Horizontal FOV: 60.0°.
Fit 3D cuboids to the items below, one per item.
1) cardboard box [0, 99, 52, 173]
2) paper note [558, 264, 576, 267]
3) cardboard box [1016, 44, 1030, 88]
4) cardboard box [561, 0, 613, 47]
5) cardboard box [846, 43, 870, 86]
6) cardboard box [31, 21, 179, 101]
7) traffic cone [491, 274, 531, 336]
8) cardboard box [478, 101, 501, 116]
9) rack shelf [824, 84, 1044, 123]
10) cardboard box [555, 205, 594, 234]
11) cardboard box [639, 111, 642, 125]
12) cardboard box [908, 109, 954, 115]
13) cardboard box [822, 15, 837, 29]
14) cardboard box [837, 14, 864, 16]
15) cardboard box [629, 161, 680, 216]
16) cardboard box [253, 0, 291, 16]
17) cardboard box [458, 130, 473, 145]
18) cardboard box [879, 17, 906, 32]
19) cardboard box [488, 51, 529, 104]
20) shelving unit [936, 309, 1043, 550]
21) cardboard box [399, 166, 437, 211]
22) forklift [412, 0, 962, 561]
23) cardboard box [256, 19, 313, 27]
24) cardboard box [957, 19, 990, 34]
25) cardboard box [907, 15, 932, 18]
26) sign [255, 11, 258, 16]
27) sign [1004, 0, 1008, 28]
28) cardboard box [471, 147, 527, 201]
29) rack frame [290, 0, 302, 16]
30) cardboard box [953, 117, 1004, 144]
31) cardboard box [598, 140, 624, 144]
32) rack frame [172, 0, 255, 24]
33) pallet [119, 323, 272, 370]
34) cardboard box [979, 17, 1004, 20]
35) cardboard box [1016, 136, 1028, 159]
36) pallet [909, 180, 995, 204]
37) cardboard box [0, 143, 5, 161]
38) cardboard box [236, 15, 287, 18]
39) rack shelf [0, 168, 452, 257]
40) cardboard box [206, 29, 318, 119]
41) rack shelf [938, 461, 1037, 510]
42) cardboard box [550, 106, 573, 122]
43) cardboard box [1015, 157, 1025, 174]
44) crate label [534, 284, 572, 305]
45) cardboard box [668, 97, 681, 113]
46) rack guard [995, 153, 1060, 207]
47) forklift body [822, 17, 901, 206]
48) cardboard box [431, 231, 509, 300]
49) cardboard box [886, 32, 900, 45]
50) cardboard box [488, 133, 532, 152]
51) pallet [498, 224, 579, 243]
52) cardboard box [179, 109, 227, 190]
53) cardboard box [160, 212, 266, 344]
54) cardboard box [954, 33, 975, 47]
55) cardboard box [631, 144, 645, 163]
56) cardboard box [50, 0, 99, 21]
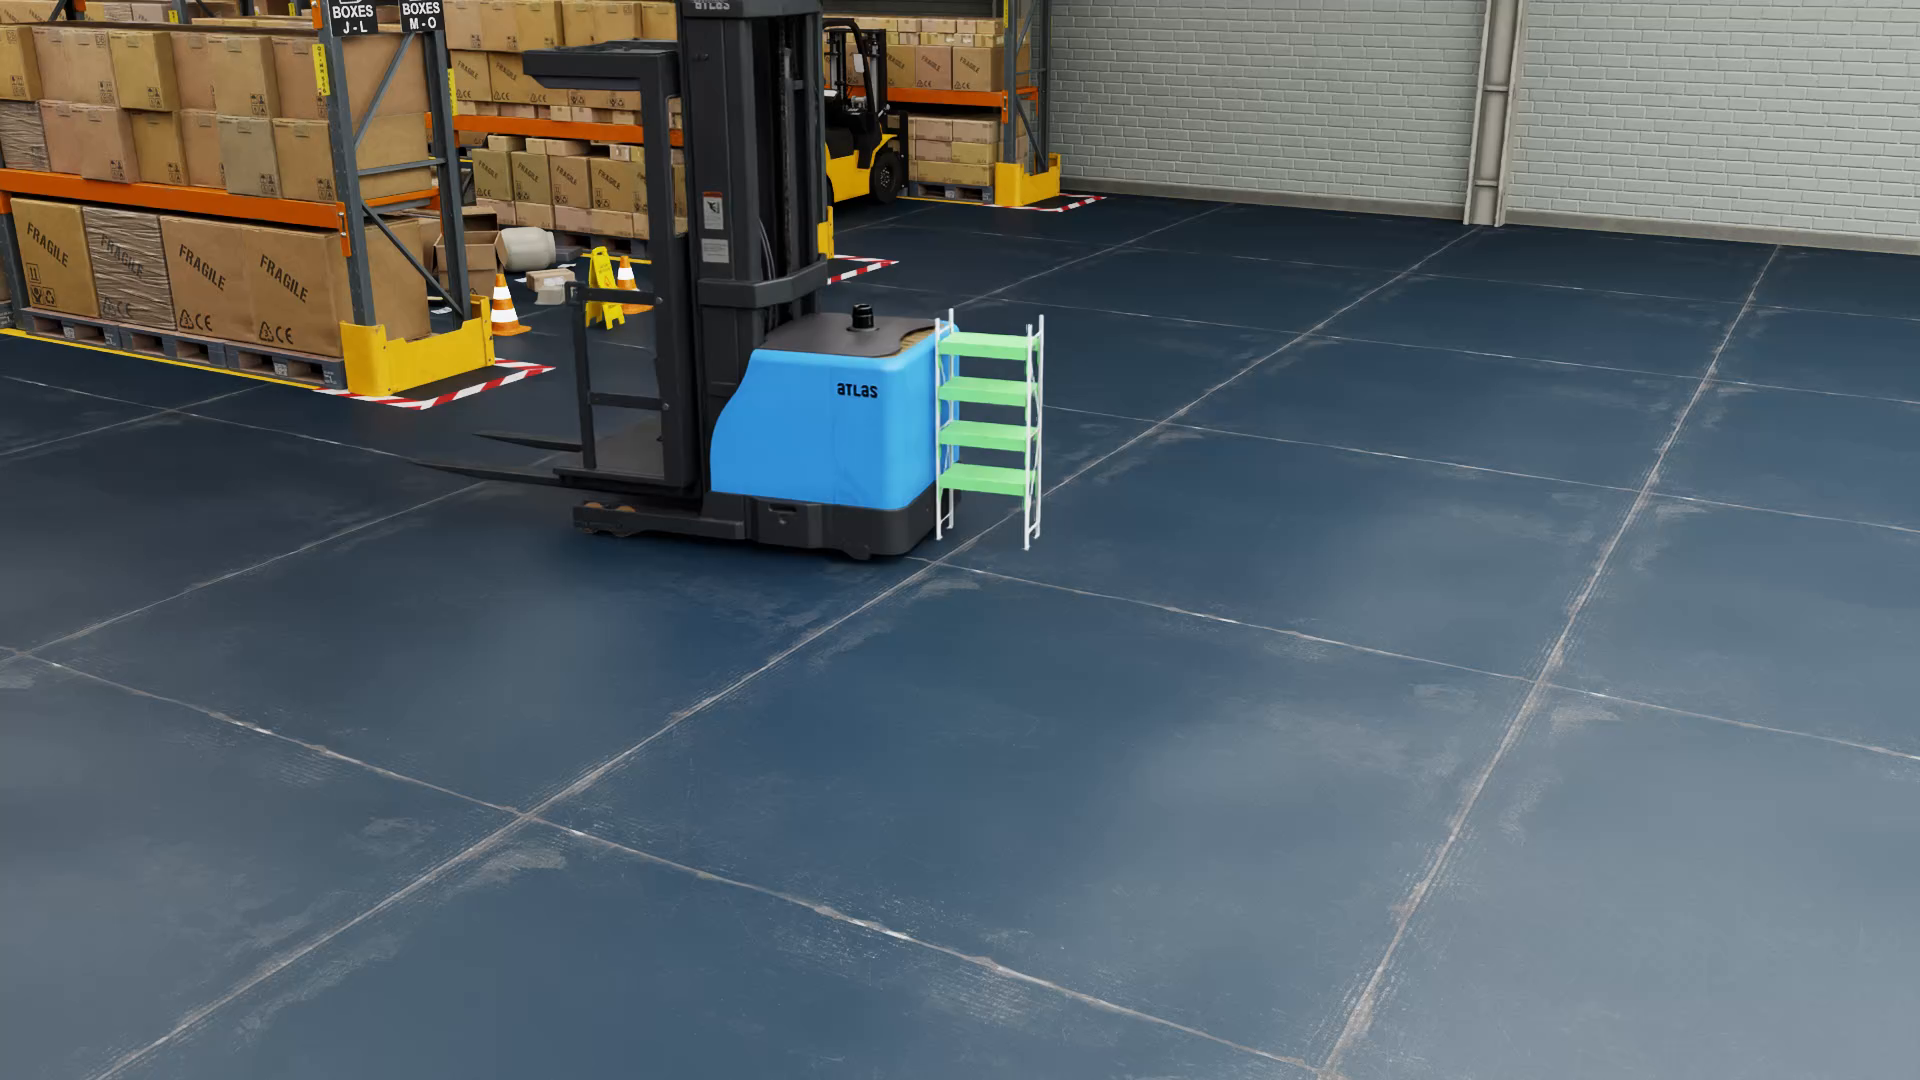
[{"bbox_3d":[-7.099,-3.283,13.298,0.550,0.550,0.875,11,23,27],"label":"cardboard box"},{"bbox_3d":[-3.831,-2.680,16.209,0.148,0.019,0.142,3,20,9],"label":"paper note"},{"bbox_3d":[0.511,-5.786,20.271,0.500,0.500,0.500,12,23,29],"label":"cardboard box"},{"bbox_3d":[-3.463,-5.038,16.305,0.500,0.500,0.700,11,22,27],"label":"cardboard box"},{"bbox_3d":[-1.090,-5.879,20.528,0.500,0.500,0.500,11,23,28],"label":"cardboard box"},{"bbox_3d":[-6.585,-3.720,12.919,0.550,0.550,0.875,11,23,27],"label":"cardboard box"},{"bbox_3d":[-3.706,-1.924,13.490,0.334,0.463,0.336,11,23,27],"label":"traffic cone"},{"bbox_3d":[-4.737,-4.469,17.153,0.250,0.149,0.380,12,23,29],"label":"cardboard box"},{"bbox_3d":[-0.938,-5.569,20.873,4.000,0.370,1.077,11,23,27],"label":"rack shelf"},{"bbox_3d":[-3.782,-3.315,17.020,0.500,0.250,0.500,10,22,27],"label":"cardboard box"},{"bbox_3d":[-2.924,-4.153,16.283,0.250,0.149,0.380,11,23,28],"label":"cardboard box"},{"bbox_3d":[-0.389,-5.254,20.900,0.500,0.250,0.500,11,22,27],"label":"cardboard box"},{"bbox_3d":[-1.637,-6.425,20.644,0.250,0.149,0.380,10,22,26],"label":"cardboard box"},{"bbox_3d":[-1.356,-6.602,21.132,0.250,0.149,0.380,10,22,26],"label":"cardboard box"},{"bbox_3d":[-2.893,-3.495,16.417,0.500,0.500,0.500,12,23,29],"label":"cardboard box"},{"bbox_3d":[-10.839,-8.318,26.082,0.500,0.500,0.500,10,22,26],"label":"cardboard box"},{"bbox_3d":[-7.082,-6.020,24.111,0.500,0.500,0.500,10,22,26],"label":"cardboard box"},{"bbox_3d":[-0.771,-6.245,20.149,0.250,0.149,0.380,11,23,28],"label":"cardboard box"},{"bbox_3d":[-4.404,-4.715,16.882,0.500,0.500,0.500,11,23,27],"label":"cardboard box"},{"bbox_3d":[0.152,-0.576,8.693,0.503,1.200,0.258,6,21,17],"label":"shelving unit"},{"bbox_3d":[-6.190,-3.928,18.533,0.625,0.372,0.950,12,23,31],"label":"cardboard box"},{"bbox_3d":[-1.564,-1.554,8.851,3.031,2.935,1.130,6,21,17],"label":"forklift"},{"bbox_3d":[-7.388,-5.496,18.419,0.500,0.500,0.500,11,23,28],"label":"cardboard box"},{"bbox_3d":[0.162,-6.094,19.733,0.250,0.149,0.380,11,23,27],"label":"cardboard box"},{"bbox_3d":[-0.463,-6.434,20.668,0.250,0.149,0.380,10,22,26],"label":"cardboard box"},{"bbox_3d":[-8.337,-6.096,19.691,0.005,0.325,0.100,11,23,27],"label":"sign"},{"bbox_3d":[0.531,-6.071,19.156,0.005,0.325,0.100,11,23,27],"label":"sign"},{"bbox_3d":[-4.718,-3.840,17.369,0.500,0.500,0.500,12,23,30],"label":"cardboard box"},{"bbox_3d":[-9.668,-7.570,25.334,0.127,3.000,1.000,11,23,27],"label":"rack frame"},{"bbox_3d":[0.254,-4.933,20.015,0.500,0.250,0.500,12,23,29],"label":"cardboard box"},{"bbox_3d":[-4.476,-5.660,22.935,0.625,0.625,0.875,10,22,25],"label":"cardboard box"},{"bbox_3d":[-8.594,-5.426,19.425,0.127,3.000,1.000,11,23,27],"label":"rack frame"},{"bbox_3d":[-5.733,-1.607,12.987,1.213,0.211,1.003,11,23,27],"label":"pallet"},{"bbox_3d":[0.417,-6.248,20.157,0.250,0.149,0.380,12,23,29],"label":"cardboard box"},{"bbox_3d":[0.499,-4.854,20.531,0.500,0.250,0.500,11,23,28],"label":"cardboard box"},{"bbox_3d":[0.120,-4.378,20.625,1.213,0.211,1.003,11,23,27],"label":"pallet"},{"bbox_3d":[-8.013,-3.325,13.485,0.500,0.500,0.500,11,22,27],"label":"cardboard box"},{"bbox_3d":[-8.061,-5.818,19.306,0.500,0.500,0.500,10,22,26],"label":"cardboard box"},{"bbox_3d":[-5.681,-2.600,12.688,4.000,0.370,1.077,11,23,27],"label":"rack shelf"},{"bbox_3d":[-4.766,-3.321,11.817,0.550,0.550,0.875,11,23,27],"label":"cardboard box"},{"bbox_3d":[0.152,-0.290,8.797,0.480,0.148,0.258,6,21,17],"label":"rack shelf"},{"bbox_3d":[-3.871,-4.280,16.632,0.250,0.149,0.380,11,23,28],"label":"cardboard box"},{"bbox_3d":[0.475,-4.619,20.616,0.500,0.250,0.500,11,23,28],"label":"cardboard box"},{"bbox_3d":[-3.575,-2.163,14.627,0.298,0.136,0.250,0,20,-1],"label":"crate label"},{"bbox_3d":[-2.653,-4.376,15.946,0.500,0.500,0.500,11,23,27],"label":"cardboard box"},{"bbox_3d":[0.829,-4.395,20.248,0.348,0.500,1.175,11,23,27],"label":"rack guard"},{"bbox_3d":[-1.737,-4.947,19.350,1.214,2.155,2.313,11,23,27],"label":"forklift body"},{"bbox_3d":[-4.378,-2.461,14.911,0.637,0.503,0.797,-4,20,-10],"label":"cardboard box"},{"bbox_3d":[-0.763,-6.106,20.202,0.250,0.149,0.380,11,23,28],"label":"cardboard box"},{"bbox_3d":[-4.638,-4.106,17.152,0.250,0.149,0.380,11,23,28],"label":"cardboard box"},{"bbox_3d":[-4.498,-3.349,17.788,1.213,0.211,1.003,11,23,27],"label":"pallet"},{"bbox_3d":[-5.200,-2.940,12.350,0.550,0.550,0.875,11,23,27],"label":"cardboard box"},{"bbox_3d":[-5.329,-2.043,12.598,0.875,0.875,0.875,10,22,26],"label":"cardboard box"},{"bbox_3d":[0.131,-5.934,19.727,0.250,0.149,0.380,11,23,28],"label":"cardboard box"},{"bbox_3d":[-3.007,-3.798,16.301,0.250,0.149,0.380,11,23,28],"label":"cardboard box"},{"bbox_3d":[-10.493,-6.205,19.960,0.500,0.500,0.500,10,22,26],"label":"cardboard box"}]
